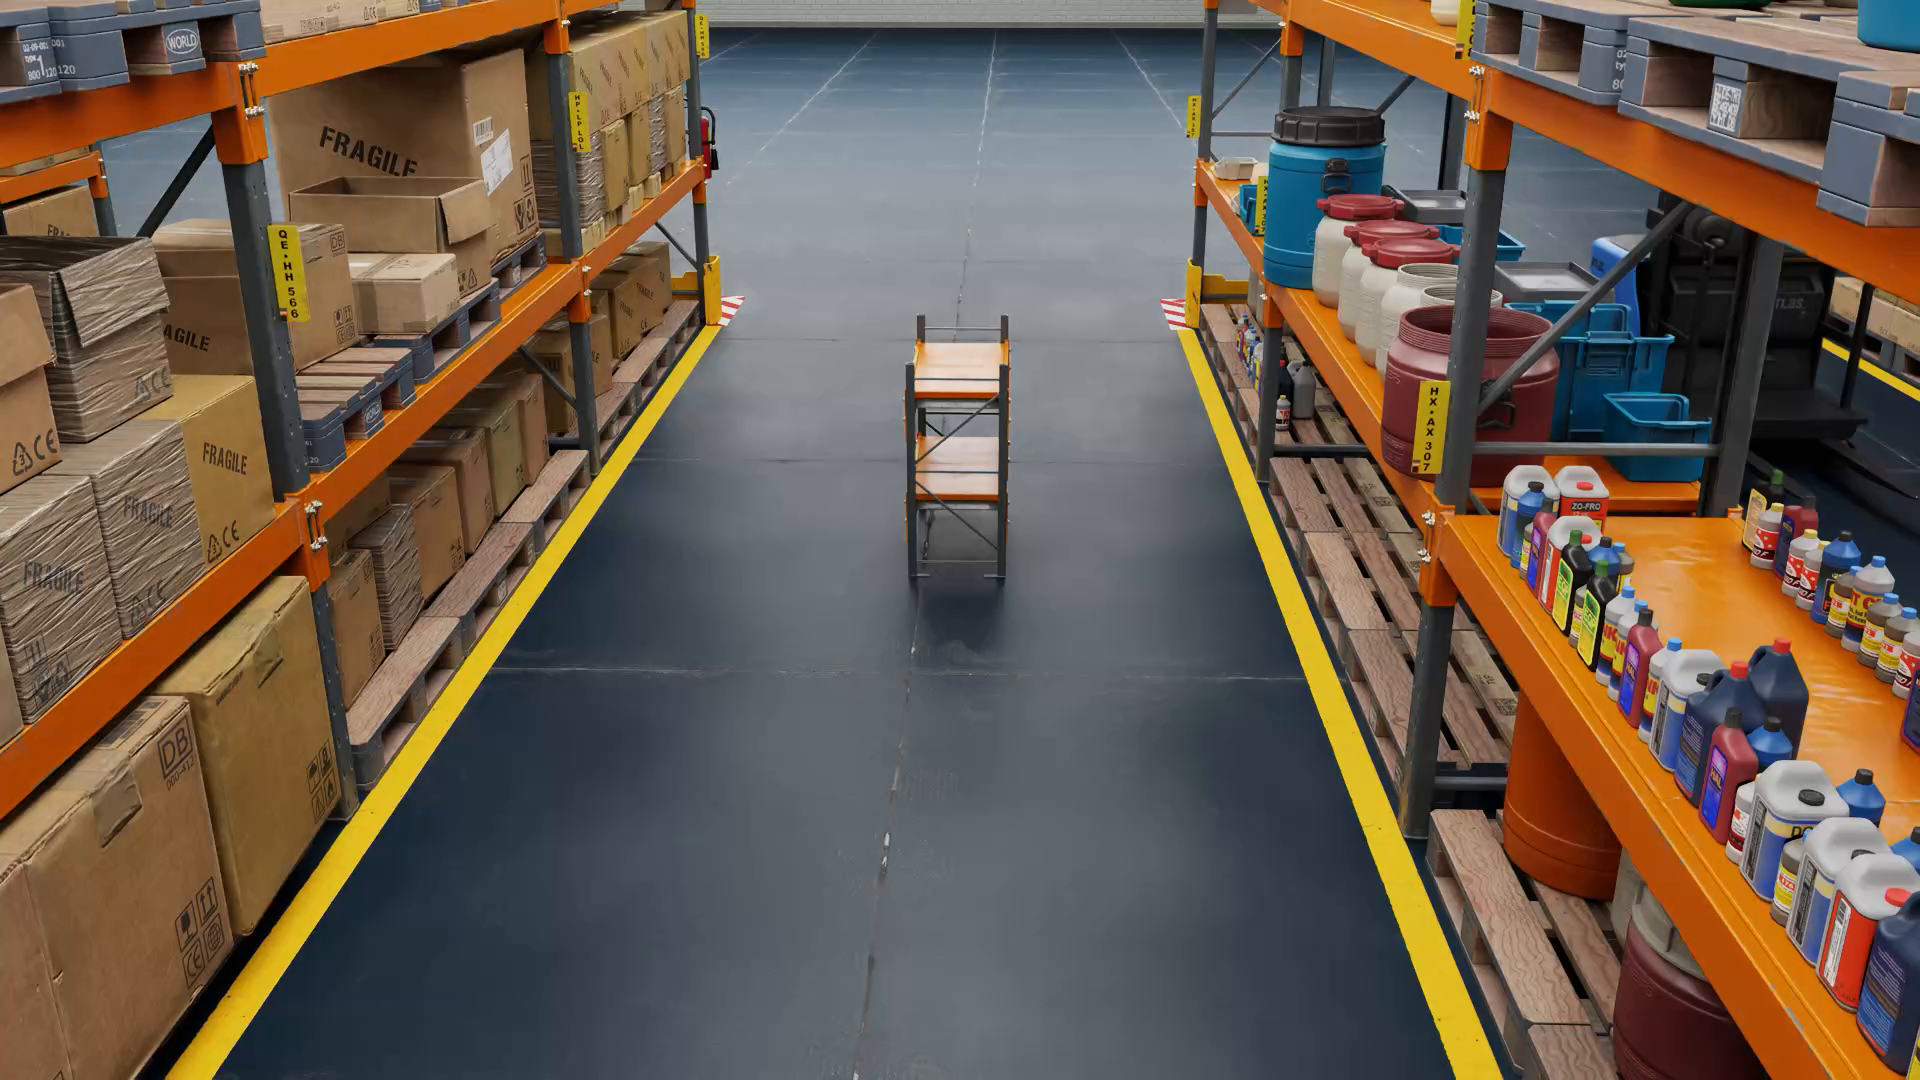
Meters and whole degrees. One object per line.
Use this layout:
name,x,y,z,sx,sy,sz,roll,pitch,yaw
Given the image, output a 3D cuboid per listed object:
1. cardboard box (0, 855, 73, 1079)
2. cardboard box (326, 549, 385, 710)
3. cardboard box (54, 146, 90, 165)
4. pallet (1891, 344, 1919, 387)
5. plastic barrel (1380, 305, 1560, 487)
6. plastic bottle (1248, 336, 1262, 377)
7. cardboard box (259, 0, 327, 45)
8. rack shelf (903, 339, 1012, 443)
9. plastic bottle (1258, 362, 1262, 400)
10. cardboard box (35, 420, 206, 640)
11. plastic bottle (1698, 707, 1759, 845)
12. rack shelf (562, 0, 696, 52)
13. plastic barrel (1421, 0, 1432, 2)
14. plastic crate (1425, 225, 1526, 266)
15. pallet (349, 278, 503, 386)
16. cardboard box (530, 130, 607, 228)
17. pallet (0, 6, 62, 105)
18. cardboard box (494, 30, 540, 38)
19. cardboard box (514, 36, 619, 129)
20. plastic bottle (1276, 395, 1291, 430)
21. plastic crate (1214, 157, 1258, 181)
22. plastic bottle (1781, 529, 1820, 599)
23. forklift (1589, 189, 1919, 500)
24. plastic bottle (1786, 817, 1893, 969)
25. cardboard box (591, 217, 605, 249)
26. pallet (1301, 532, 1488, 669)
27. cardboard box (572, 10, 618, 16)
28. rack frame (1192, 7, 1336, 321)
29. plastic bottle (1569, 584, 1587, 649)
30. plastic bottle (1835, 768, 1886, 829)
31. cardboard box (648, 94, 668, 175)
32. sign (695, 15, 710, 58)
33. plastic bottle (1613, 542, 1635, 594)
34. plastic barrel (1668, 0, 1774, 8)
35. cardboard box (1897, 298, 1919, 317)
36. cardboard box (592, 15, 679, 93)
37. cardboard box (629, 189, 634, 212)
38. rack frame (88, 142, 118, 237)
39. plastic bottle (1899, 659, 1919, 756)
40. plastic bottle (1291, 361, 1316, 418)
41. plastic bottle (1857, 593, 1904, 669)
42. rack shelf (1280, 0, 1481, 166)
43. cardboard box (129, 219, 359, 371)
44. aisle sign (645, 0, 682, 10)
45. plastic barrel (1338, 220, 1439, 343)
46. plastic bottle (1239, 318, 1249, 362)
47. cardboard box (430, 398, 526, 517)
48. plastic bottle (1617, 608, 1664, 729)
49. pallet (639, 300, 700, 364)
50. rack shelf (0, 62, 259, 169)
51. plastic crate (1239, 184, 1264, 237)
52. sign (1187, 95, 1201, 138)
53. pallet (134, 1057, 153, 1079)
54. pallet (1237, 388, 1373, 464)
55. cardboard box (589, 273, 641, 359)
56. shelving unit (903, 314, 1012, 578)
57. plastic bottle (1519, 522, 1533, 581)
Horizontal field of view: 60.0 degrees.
cardboard box,-2.900,1.331,3.809,1.225,0.875,0.875,0,21,0
cardboard box,-2.804,0.362,6.796,0.700,0.500,0.500,0,21,-1
cardboard box,-7.481,-3.274,13.114,0.875,0.550,0.550,1,21,2
pallet,7.320,-1.121,11.625,1.003,0.211,1.213,1,21,2
plastic barrel,1.858,-0.535,6.074,0.600,0.536,0.708,1,21,2
plastic bottle,2.004,-1.241,11.245,0.097,0.271,0.097,0,21,0
cardboard box,-2.535,-1.851,5.714,0.500,0.250,0.500,1,21,3
rack shelf,0.000,-0.795,8.713,0.538,0.278,1.000,1,21,2
plastic bottle,1.969,-1.051,10.737,0.061,0.283,0.133,2,21,5
cardboard box,-2.592,-0.041,4.849,0.500,0.500,0.500,0,21,1
plastic bottle,1.713,0.523,3.697,0.061,0.283,0.133,1,21,2
rack shelf,-2.622,-3.588,10.977,1.077,0.370,4.000,1,21,2
plastic barrel,2.450,-2.957,7.662,0.600,0.901,0.600,0,21,0
plastic crate,2.546,-1.338,8.351,0.392,0.384,0.575,1,21,2
pallet,-2.785,-0.982,7.679,1.003,0.211,1.213,1,21,2
cardboard box,-2.607,-2.149,9.871,0.875,0.500,0.500,1,21,2
pallet,-2.802,-1.028,3.646,1.003,0.211,1.213,2,21,4
cardboard box,-2.914,-2.980,10.632,0.500,0.500,0.500,1,21,2
cardboard box,-2.401,-2.794,10.151,0.500,0.500,0.500,1,21,2
plastic bottle,1.968,-0.782,10.159,0.097,0.201,0.097,0,21,0
plastic crate,2.041,-2.751,12.336,0.298,0.136,0.250,1,21,2
plastic bottle,2.532,0.068,4.983,0.097,0.201,0.097,0,21,0
forklift,4.873,-1.925,9.939,1.130,2.935,3.031,0,21,-1
plastic bottle,1.744,0.694,3.265,0.152,0.276,0.135,1,21,2
cardboard box,-2.355,-1.849,9.996,0.380,0.149,0.250,1,21,2
pallet,2.249,0.279,8.017,1.003,0.211,1.213,1,21,2
cardboard box,-2.850,-3.704,12.496,0.500,0.500,0.500,1,21,2
rack frame,2.390,-3.193,13.113,1.000,3.000,0.127,1,21,2
plastic bottle,1.761,0.202,4.637,0.097,0.201,0.097,0,21,0
plastic bottle,1.877,0.607,3.496,0.097,0.271,0.097,0,21,0
cardboard box,-2.559,-2.872,11.735,0.875,0.500,0.500,1,21,2
sign,-2.007,-3.922,12.952,0.100,0.325,0.005,1,21,2
plastic bottle,1.921,0.106,4.882,0.097,0.201,0.097,0,21,0
plastic barrel,1.885,-1.442,4.087,0.294,0.245,0.294,0,21,0
cardboard box,7.087,-1.848,11.829,0.500,0.500,0.500,1,21,2
cardboard box,-2.340,-3.517,12.015,0.500,0.500,0.500,1,21,2
cardboard box,-2.362,-2.211,10.929,0.380,0.149,0.250,1,21,2
rack frame,-7.515,-3.339,13.488,1.000,3.000,0.127,1,21,2
plastic bottle,2.376,0.383,4.057,0.061,0.283,0.133,1,21,2
plastic bottle,2.144,-0.952,10.389,0.144,0.351,0.185,1,21,2
plastic bottle,2.517,0.244,4.529,0.097,0.201,0.097,0,21,0
rack shelf,2.207,-2.087,7.109,1.077,0.370,4.000,1,21,2
cardboard box,-2.911,-0.996,6.732,0.700,0.500,0.500,4,22,10
aisle sign,-2.259,-4.479,12.832,0.394,0.787,0.004,1,21,2
plastic barrel,1.998,-1.202,7.792,0.433,0.535,0.433,0,21,0
plastic bottle,1.998,-1.398,11.633,0.061,0.283,0.133,1,21,3
cardboard box,-2.756,-0.447,8.883,0.700,0.500,0.500,1,21,1
plastic bottle,1.730,0.324,4.209,0.061,0.283,0.133,1,21,2
pallet,-2.623,-1.627,12.931,1.003,0.211,1.213,1,21,2
rack shelf,-2.865,-0.695,3.522,1.077,0.370,4.000,1,21,2
plastic crate,2.030,-2.081,10.451,0.499,0.251,0.616,1,21,2
sign,1.840,-3.330,13.082,0.100,0.325,0.005,1,21,2
pallet,-2.943,1.669,4.436,1.003,0.211,1.213,1,21,2
pallet,2.330,-0.690,10.514,1.003,0.211,1.213,1,21,2
cardboard box,-2.618,-1.610,11.907,0.500,0.500,0.500,3,21,7
shelving unit,0.000,-0.522,8.819,0.538,1.125,1.048,1,21,2
plastic bottle,1.776,0.021,5.102,0.097,0.201,0.097,0,21,0
